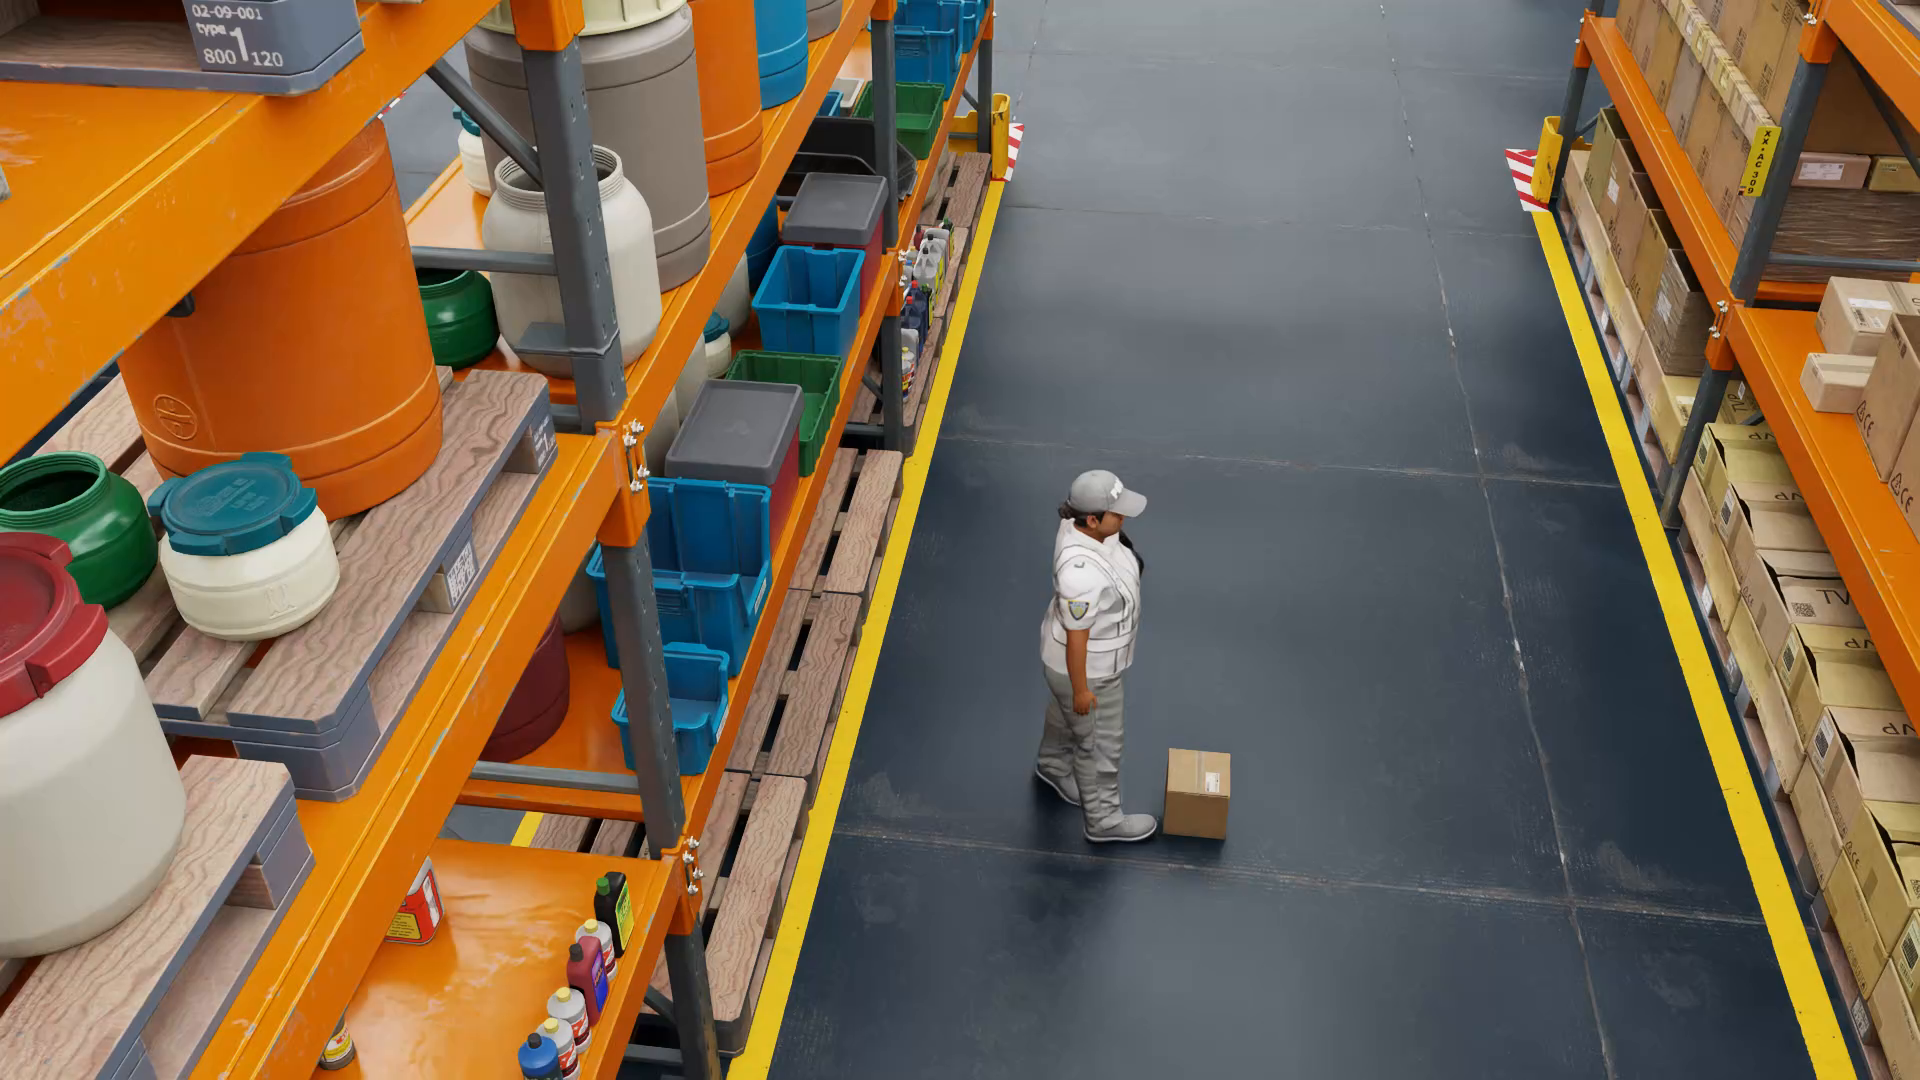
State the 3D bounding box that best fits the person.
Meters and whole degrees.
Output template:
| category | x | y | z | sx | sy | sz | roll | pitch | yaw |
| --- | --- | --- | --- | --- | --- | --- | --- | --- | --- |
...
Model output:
| category | x | y | z | sx | sy | sz | roll | pitch | yaw |
| --- | --- | --- | --- | --- | --- | --- | --- | --- | --- |
| person | 0.558 | 0.448 | 6.435 | 0.520 | 1.672 | 0.481 | 4 | 37 | 5 |
